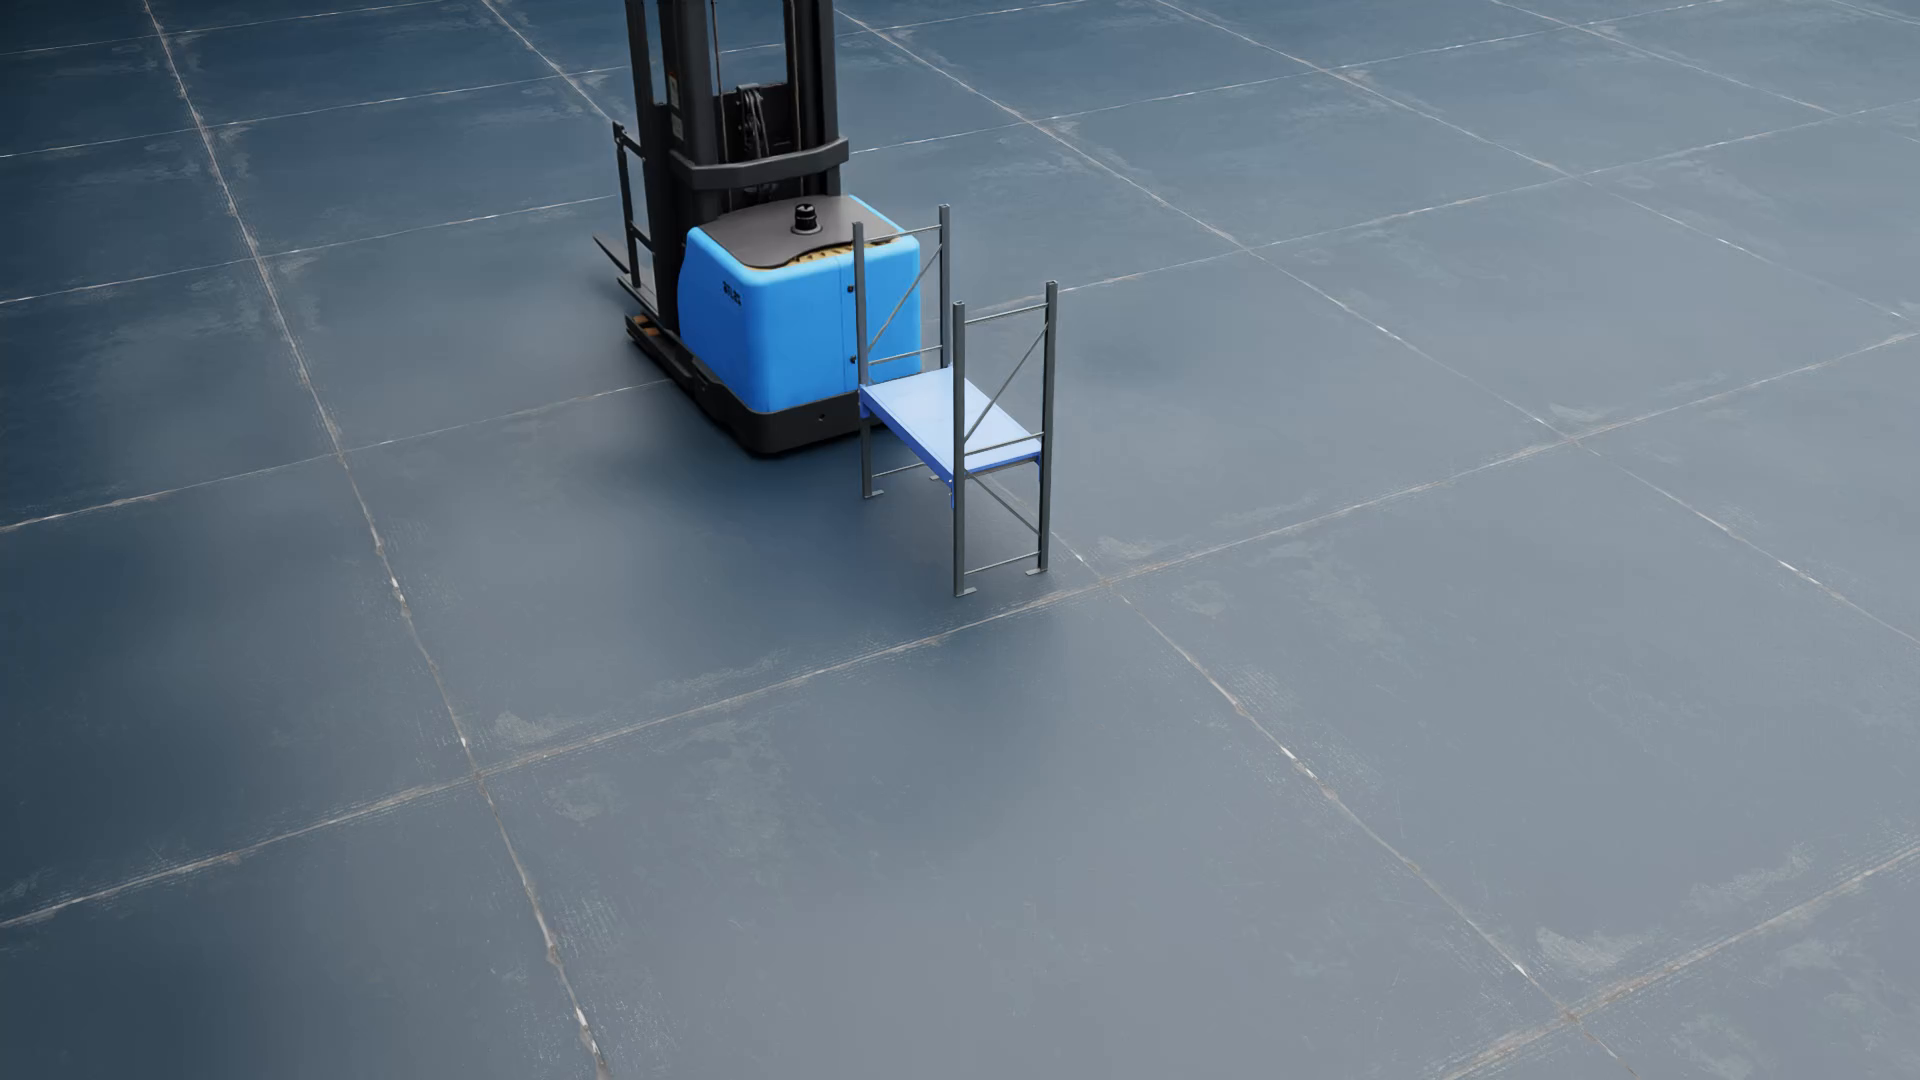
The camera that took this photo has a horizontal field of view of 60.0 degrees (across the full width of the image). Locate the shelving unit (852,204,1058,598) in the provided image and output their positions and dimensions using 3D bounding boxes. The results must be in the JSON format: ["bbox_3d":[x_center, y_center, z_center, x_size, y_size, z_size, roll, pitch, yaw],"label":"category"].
[{"bbox_3d":[-0.040,-0.672,7.909,0.538,1.500,1.048,-16,36,-23],"label":"shelving unit"}]

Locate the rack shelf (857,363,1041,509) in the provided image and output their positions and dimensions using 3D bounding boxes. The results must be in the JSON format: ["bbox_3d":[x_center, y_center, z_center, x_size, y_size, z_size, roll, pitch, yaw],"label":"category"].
[{"bbox_3d":[-0.040,-0.521,8.006,0.538,0.185,1.000,-16,36,-23],"label":"rack shelf"}]

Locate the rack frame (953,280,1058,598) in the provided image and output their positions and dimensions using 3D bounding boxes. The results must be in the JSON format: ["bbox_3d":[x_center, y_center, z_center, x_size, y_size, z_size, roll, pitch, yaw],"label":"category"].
[{"bbox_3d":[0.197,-0.430,7.530,0.500,1.500,0.032,-16,36,-23],"label":"rack frame"}]

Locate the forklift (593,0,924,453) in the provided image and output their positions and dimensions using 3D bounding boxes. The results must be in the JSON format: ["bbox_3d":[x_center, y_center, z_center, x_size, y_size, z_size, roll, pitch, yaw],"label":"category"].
[{"bbox_3d":[-1.375,-2.460,9.372,1.130,2.935,3.031,-18,37,-25],"label":"forklift"}]

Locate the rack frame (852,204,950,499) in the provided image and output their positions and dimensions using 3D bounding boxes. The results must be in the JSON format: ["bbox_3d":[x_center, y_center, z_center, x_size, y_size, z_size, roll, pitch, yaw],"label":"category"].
[{"bbox_3d":[-0.277,-0.915,8.288,0.500,1.500,0.032,-16,36,-23],"label":"rack frame"}]
